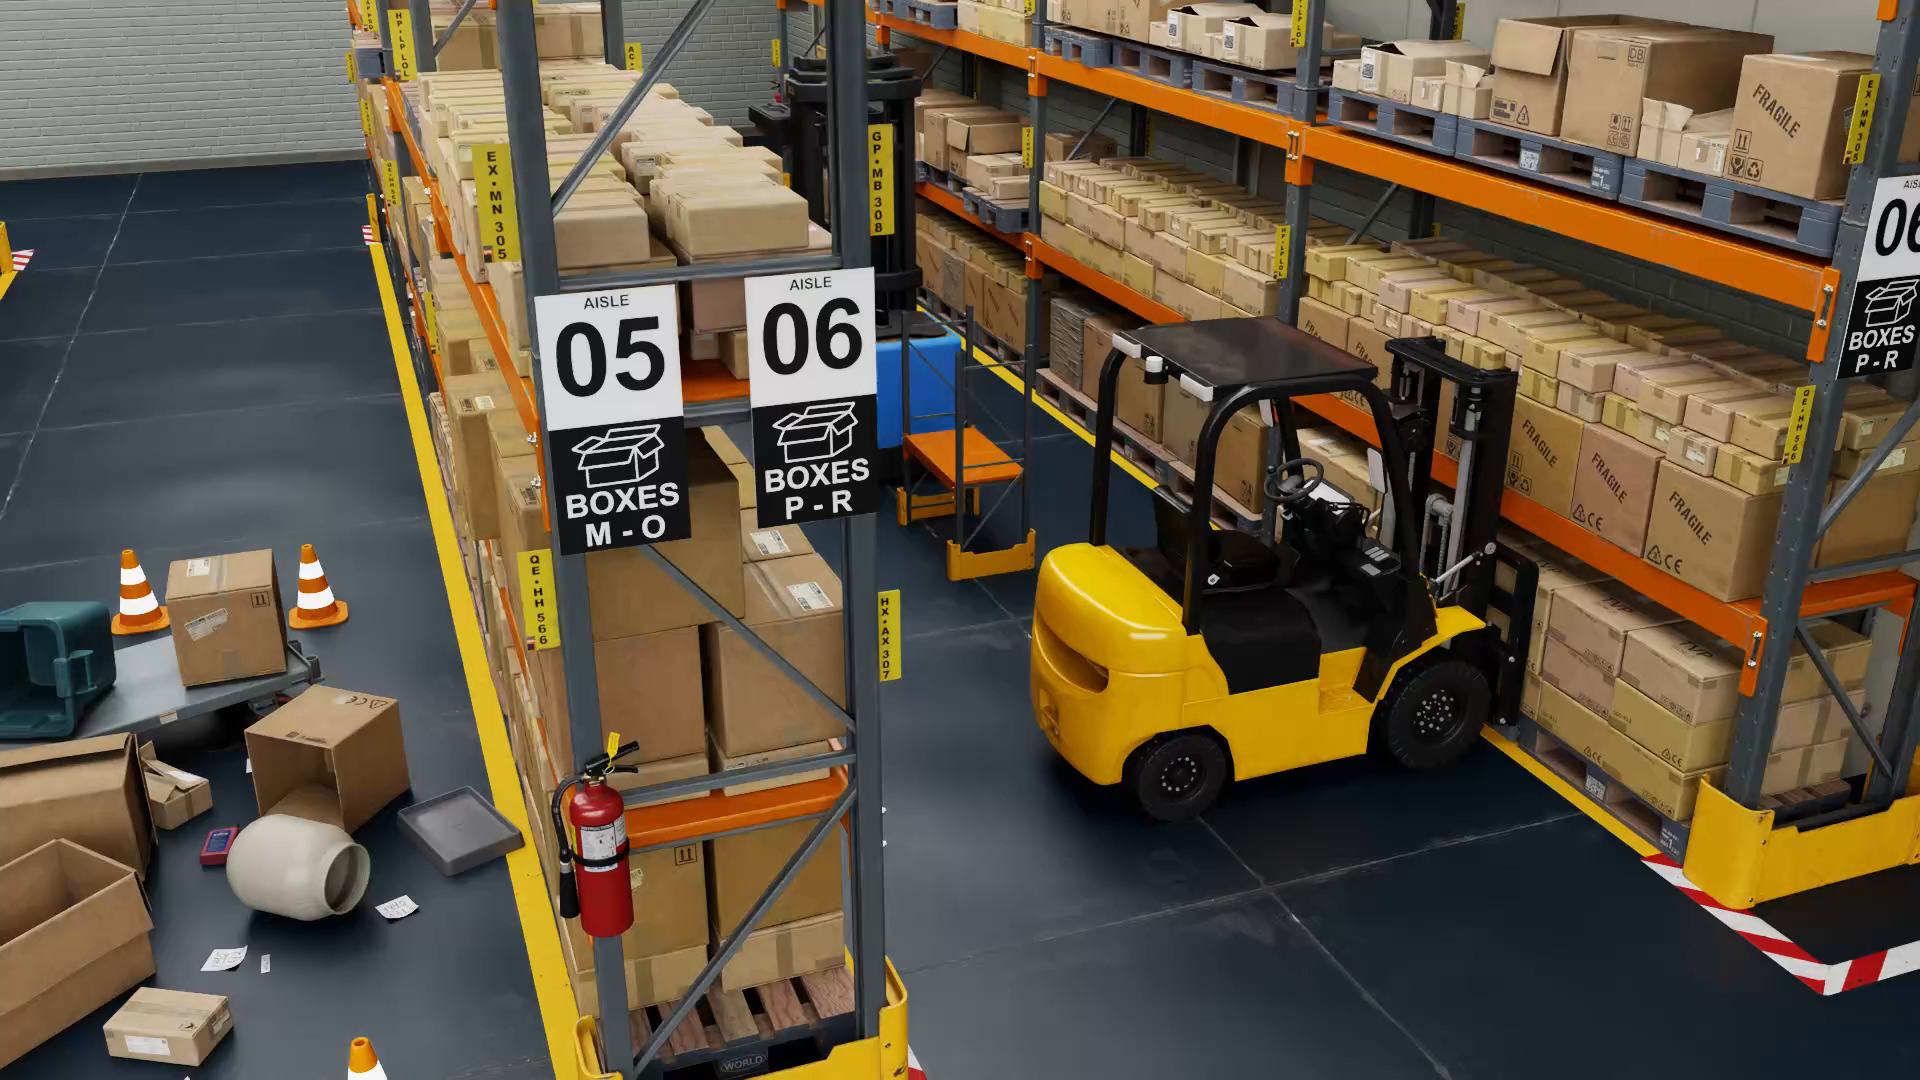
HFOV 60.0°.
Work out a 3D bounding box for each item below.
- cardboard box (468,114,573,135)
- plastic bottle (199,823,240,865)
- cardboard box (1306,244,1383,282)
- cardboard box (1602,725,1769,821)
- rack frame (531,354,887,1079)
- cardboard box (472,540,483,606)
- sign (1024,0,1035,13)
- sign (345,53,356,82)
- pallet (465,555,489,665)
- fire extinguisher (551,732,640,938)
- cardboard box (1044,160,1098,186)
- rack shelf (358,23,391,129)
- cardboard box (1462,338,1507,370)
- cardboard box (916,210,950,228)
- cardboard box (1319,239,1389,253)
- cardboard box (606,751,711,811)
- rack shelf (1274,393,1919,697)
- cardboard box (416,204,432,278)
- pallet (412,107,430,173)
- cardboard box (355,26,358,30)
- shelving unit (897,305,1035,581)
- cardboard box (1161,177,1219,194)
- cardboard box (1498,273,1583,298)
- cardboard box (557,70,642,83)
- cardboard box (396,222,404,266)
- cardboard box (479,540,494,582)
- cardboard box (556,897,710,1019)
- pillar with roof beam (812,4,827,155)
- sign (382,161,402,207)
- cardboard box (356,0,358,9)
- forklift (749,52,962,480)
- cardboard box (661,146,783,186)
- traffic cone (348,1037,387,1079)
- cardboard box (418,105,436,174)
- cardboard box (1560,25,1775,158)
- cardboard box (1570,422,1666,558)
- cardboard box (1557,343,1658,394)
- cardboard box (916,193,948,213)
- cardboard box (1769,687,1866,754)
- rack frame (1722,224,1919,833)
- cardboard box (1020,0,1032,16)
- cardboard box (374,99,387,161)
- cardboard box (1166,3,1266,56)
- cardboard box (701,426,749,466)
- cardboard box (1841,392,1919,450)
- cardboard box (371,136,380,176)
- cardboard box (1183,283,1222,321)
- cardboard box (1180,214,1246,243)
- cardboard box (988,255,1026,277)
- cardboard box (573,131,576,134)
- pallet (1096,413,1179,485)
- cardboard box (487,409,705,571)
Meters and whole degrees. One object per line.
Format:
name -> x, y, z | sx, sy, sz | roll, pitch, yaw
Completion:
cardboard box -> -1.734, -1.581, 6.573 | 0.380, 0.149, 0.250 | -8, 24, -18
plastic bottle -> -3.465, 1.421, 7.801 | 0.133, 0.061, 0.283 | -4, 23, -10
cardboard box -> 2.311, -1.668, 9.998 | 0.380, 0.149, 0.250 | -8, 24, -18
cardboard box -> 3.428, 1.057, 7.879 | 0.500, 0.250, 0.500 | -8, 24, -19
rack frame -> -0.753, 0.794, 5.505 | 1.000, 3.000, 0.127 | -8, 24, -19
cardboard box -> -2.354, 0.167, 9.833 | 0.950, 0.372, 0.625 | -8, 24, -18
sign -> 0.555, -4.342, 13.163 | 0.100, 0.325, 0.005 | -8, 24, -19
sign -> -6.927, -5.381, 18.939 | 0.100, 0.325, 0.005 | -8, 24, -19
pallet -> -2.443, 0.343, 10.165 | 1.003, 0.211, 1.213 | -8, 24, -19
fire extinguisher -> -1.144, 0.934, 5.271 | 0.296, 0.674, 0.183 | -8, 24, -19
cardboard box -> 0.900, -2.984, 13.505 | 0.380, 0.149, 0.250 | -8, 24, -17
rack shelf -> -4.286, -3.891, 13.683 | 1.077, 0.370, 4.000 | -8, 24, -19
cardboard box -> 2.870, -0.971, 8.727 | 0.380, 0.149, 0.250 | -9, 24, -20
cardboard box -> -0.302, -3.333, 17.137 | 0.380, 0.149, 0.250 | -9, 24, -20
cardboard box -> 2.553, -1.844, 10.800 | 0.380, 0.149, 0.250 | -9, 24, -20
cardboard box -> -1.085, 0.803, 5.806 | 0.380, 0.149, 0.250 | -8, 24, -17
rack shelf -> 3.183, -0.284, 8.988 | 1.077, 0.370, 4.000 | -8, 24, -19
cardboard box -> -3.252, -1.914, 10.877 | 0.500, 0.500, 0.500 | -8, 24, -18
pallet -> -2.285, -2.194, 8.974 | 1.213, 0.211, 1.003 | -8, 24, -19
cardboard box -> -6.539, -5.659, 18.562 | 0.380, 0.149, 0.250 | -8, 24, -18
shelving unit -> 0.027, -0.663, 10.893 | 0.587, 1.500, 1.083 | -8, 24, -19
cardboard box -> 1.770, -2.683, 12.789 | 0.380, 0.149, 0.250 | -8, 24, -19
cardboard box -> 3.247, -1.379, 9.313 | 0.380, 0.149, 0.250 | -9, 24, -20
cardboard box -> -1.686, -2.124, 7.863 | 0.380, 0.149, 0.250 | -9, 24, -20
cardboard box -> -4.196, -2.376, 13.217 | 0.500, 0.250, 0.500 | -8, 24, -18
cardboard box -> -2.222, 0.074, 8.410 | 0.380, 0.149, 0.250 | -8, 24, -18
cardboard box -> -1.299, 1.602, 6.587 | 0.500, 0.250, 0.500 | -8, 24, -19
pillar with roof beam -> -5.900, -8.980, 20.968 | 9.100, 9.000, 0.400 | -8, 24, -19
sign -> -4.097, -2.569, 11.993 | 0.100, 0.325, 0.005 | -8, 24, -19
cardboard box -> -4.952, -4.828, 14.312 | 0.500, 0.500, 0.500 | -9, 24, -20
forklift -> -0.962, -2.295, 12.921 | 1.130, 2.935, 3.031 | -8, 24, -19
cardboard box -> -0.841, -1.288, 5.877 | 0.380, 0.149, 0.250 | -8, 24, -19
traffic cone -> -2.112, 1.983, 5.948 | 0.336, 0.463, 0.334 | -8, 24, -19
cardboard box -> -2.267, -1.913, 7.874 | 0.500, 0.250, 0.500 | -9, 24, -20
cardboard box -> 3.237, -2.070, 7.639 | 0.700, 0.500, 0.500 | -8, 24, -19
cardboard box -> 3.295, -0.267, 7.894 | 0.500, 0.500, 0.500 | -8, 24, -17
cardboard box -> 3.117, -0.829, 8.007 | 0.380, 0.149, 0.250 | -8, 24, -18
cardboard box -> -0.336, -3.472, 17.085 | 0.380, 0.149, 0.250 | -10, 25, -22
cardboard box -> 3.917, 0.755, 7.952 | 0.500, 0.250, 0.500 | -8, 24, -18
rack frame -> 3.889, 0.111, 7.124 | 1.000, 3.000, 0.127 | -8, 24, -19
cardboard box -> 0.713, -4.388, 13.617 | 0.380, 0.149, 0.250 | -8, 24, -18
cardboard box -> -4.725, -3.510, 14.301 | 0.500, 0.500, 0.500 | -9, 24, -20
cardboard box -> 1.721, -3.431, 11.112 | 0.500, 0.311, 0.500 | -9, 25, -21
cardboard box -> -1.215, -0.156, 7.246 | 0.500, 0.500, 0.500 | -9, 24, -20
cardboard box -> 3.970, -0.522, 7.280 | 0.380, 0.149, 0.250 | -9, 24, -20
cardboard box -> -5.582, -3.932, 16.589 | 0.500, 0.500, 0.500 | -9, 24, -20
cardboard box -> 1.871, -1.602, 11.382 | 0.500, 0.250, 0.500 | -8, 24, -19
cardboard box -> 1.752, -2.149, 11.524 | 0.380, 0.149, 0.250 | -9, 24, -20
cardboard box -> 0.474, -2.477, 15.108 | 0.380, 0.149, 0.250 | -9, 25, -21
cardboard box -> -1.412, -1.616, 7.169 | 0.500, 0.250, 0.500 | -9, 24, -20
pallet -> 1.745, -0.764, 12.790 | 1.003, 0.211, 1.213 | -8, 24, -19
cardboard box -> -1.310, -0.191, 6.042 | 0.700, 0.500, 0.500 | -8, 24, -18
